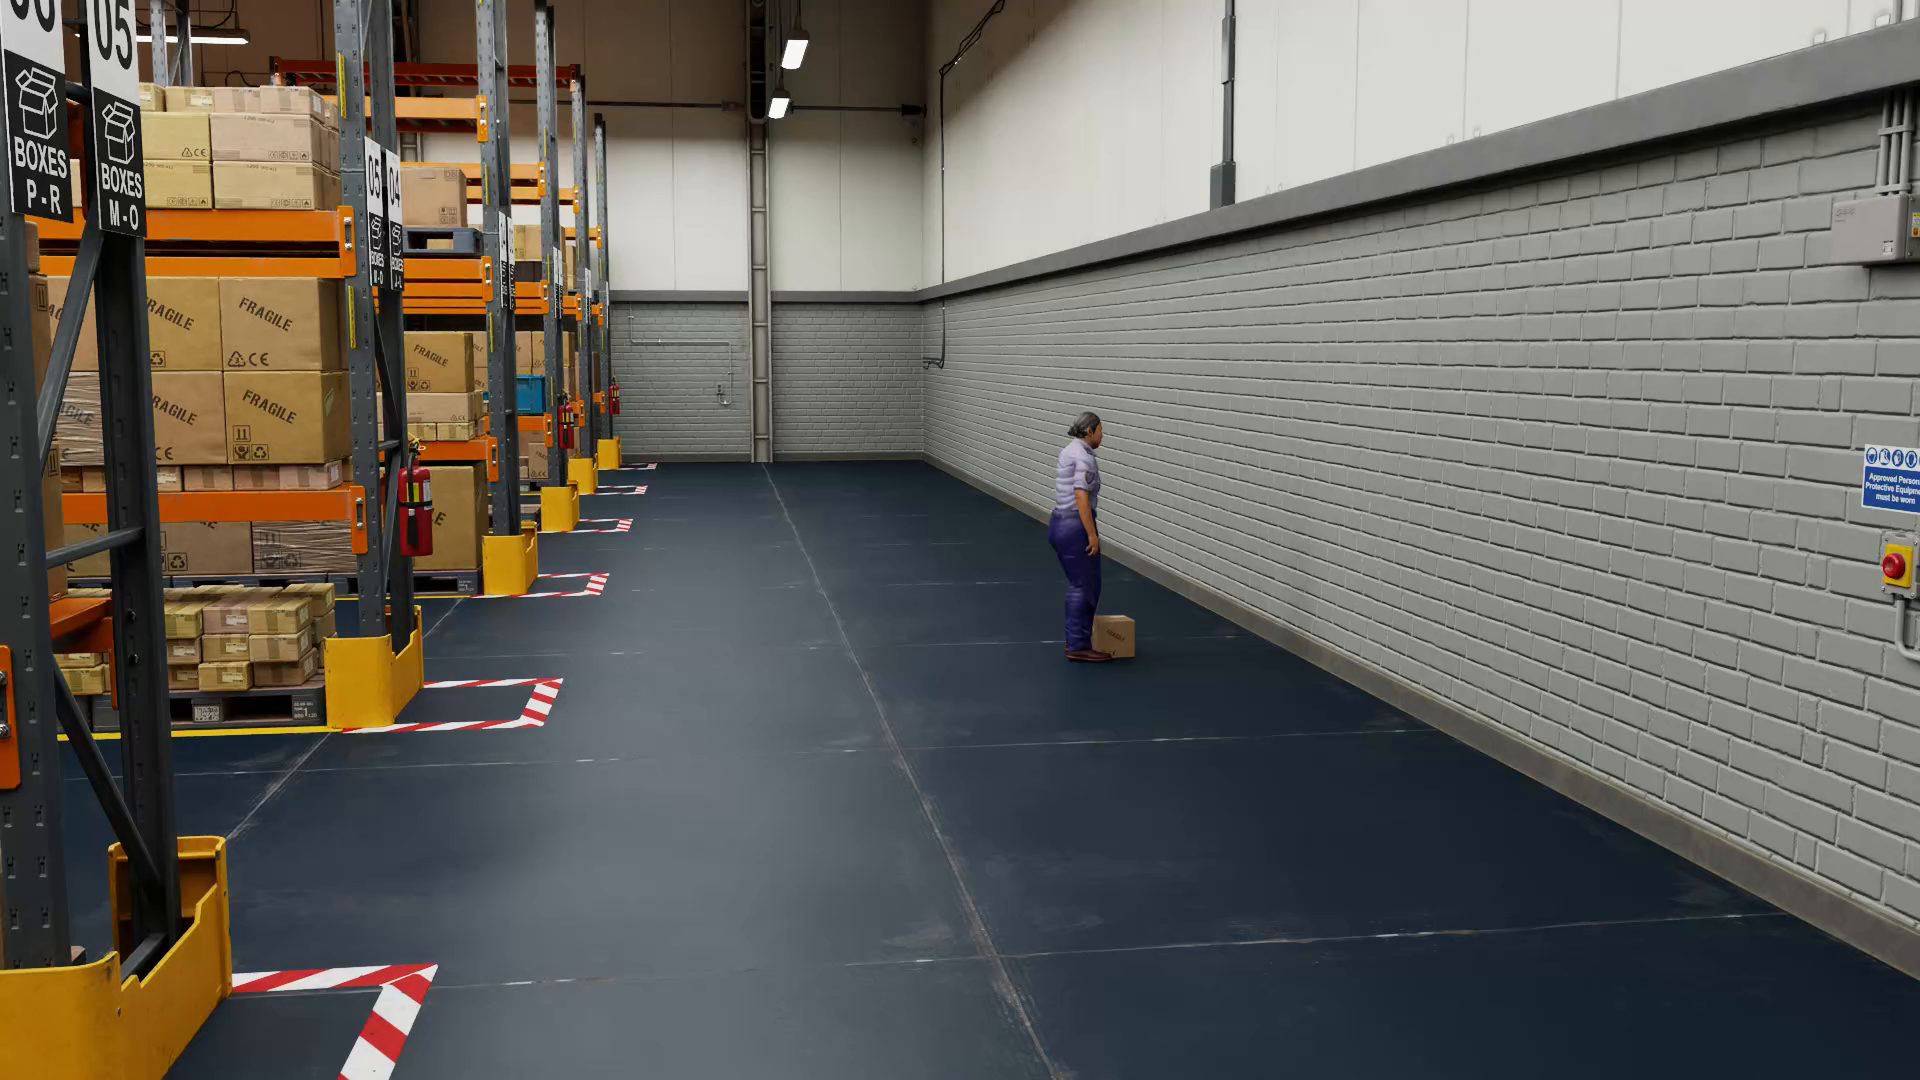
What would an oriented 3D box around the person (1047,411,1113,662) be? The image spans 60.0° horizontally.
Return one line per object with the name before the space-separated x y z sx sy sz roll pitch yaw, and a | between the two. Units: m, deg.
person | 0.825 -0.035 11.183 0.426 1.651 0.554 -1 7 -12
